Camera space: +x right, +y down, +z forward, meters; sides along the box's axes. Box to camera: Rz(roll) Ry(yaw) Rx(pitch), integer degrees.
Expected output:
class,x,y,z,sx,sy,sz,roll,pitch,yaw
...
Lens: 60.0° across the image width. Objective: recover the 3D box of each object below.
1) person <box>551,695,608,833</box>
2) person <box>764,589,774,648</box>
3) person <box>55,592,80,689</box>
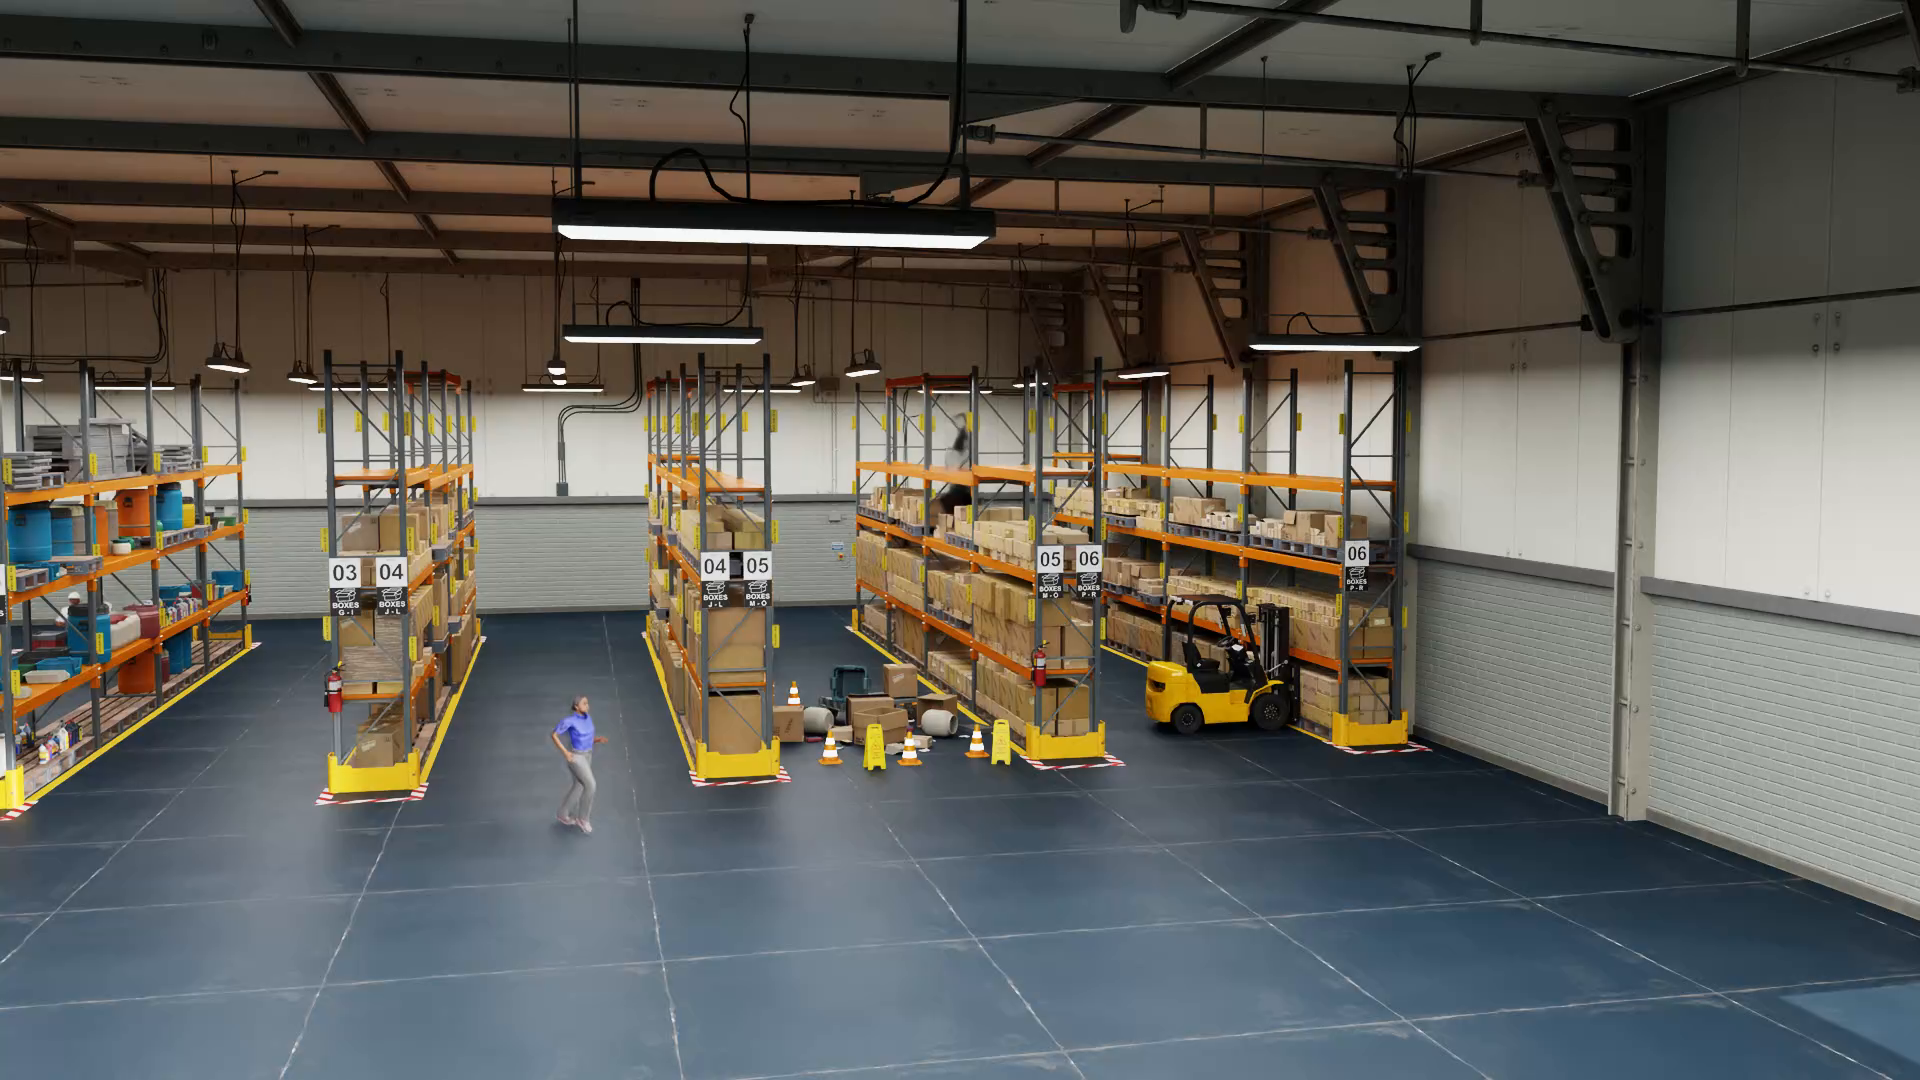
class,x,y,z,sx,sy,sz,roll,pitch,yaw
person,-4.688,2.763,20.512,0.742,1.710,0.553,1,4,17
person,-4.408,1.624,36.853,0.562,1.657,0.919,-1,4,-18
person,-16.899,1.887,31.827,0.681,1.803,0.897,0,4,-6
